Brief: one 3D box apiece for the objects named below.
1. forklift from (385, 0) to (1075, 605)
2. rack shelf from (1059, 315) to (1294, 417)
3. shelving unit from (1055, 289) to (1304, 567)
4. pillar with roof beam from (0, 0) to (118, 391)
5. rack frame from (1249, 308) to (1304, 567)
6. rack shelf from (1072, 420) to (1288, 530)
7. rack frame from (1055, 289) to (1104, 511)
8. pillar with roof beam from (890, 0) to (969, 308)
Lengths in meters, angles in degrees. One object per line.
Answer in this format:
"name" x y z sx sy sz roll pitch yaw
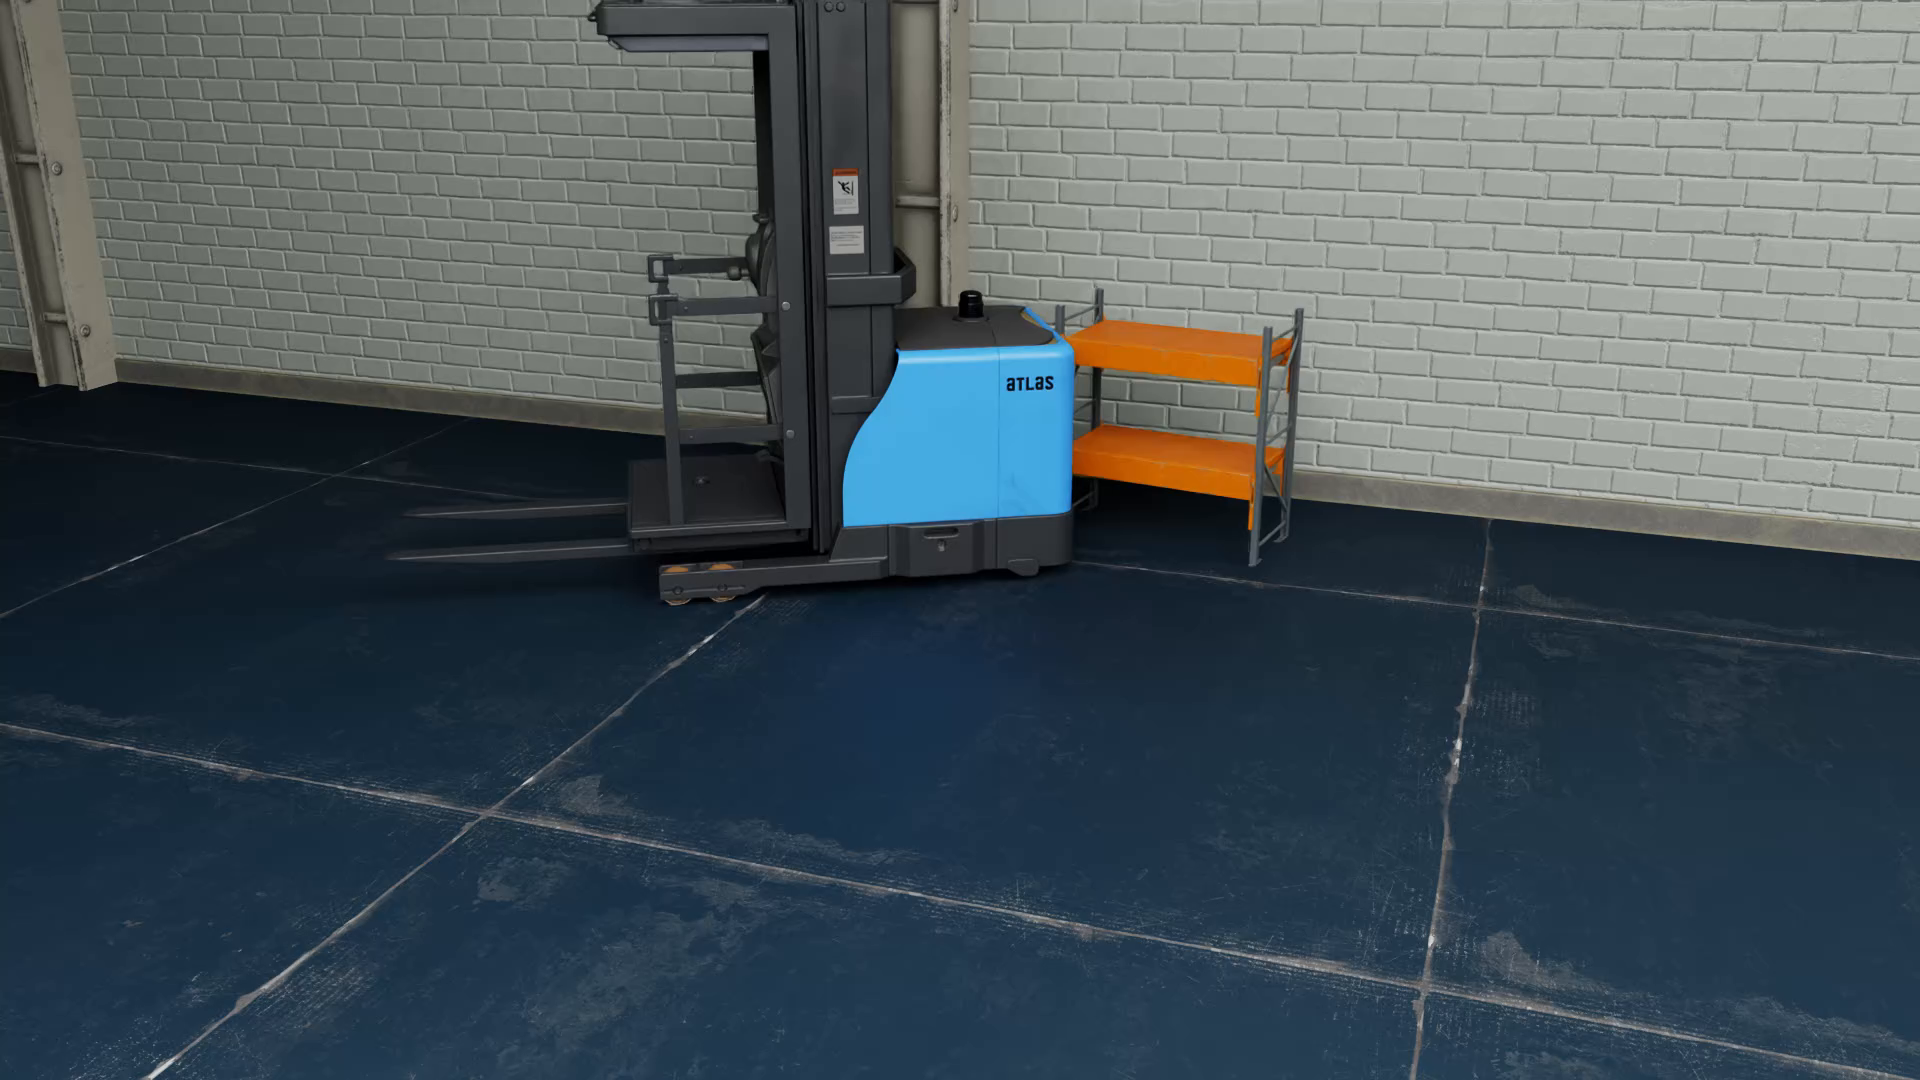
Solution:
"forklift" -1.049 -1.288 7.317 3.031 2.935 1.130 -3 20 -10
"rack shelf" 1.027 -0.836 7.876 1.000 0.278 0.538 10 22 27
"shelving unit" 1.027 -0.559 7.972 1.048 1.125 0.538 10 22 27
"pillar with roof beam" -7.270 -3.955 5.752 0.400 9.000 9.100 7 20 18
"rack frame" 1.474 -0.480 7.744 0.032 1.125 0.500 10 22 27
"rack shelf" 1.027 -0.329 8.053 1.000 0.278 0.538 10 22 27
"rack frame" 0.579 -0.639 8.200 0.032 1.125 0.500 10 22 27
"pillar with roof beam" -1.602 -3.307 3.892 0.400 9.000 9.100 7 20 18
